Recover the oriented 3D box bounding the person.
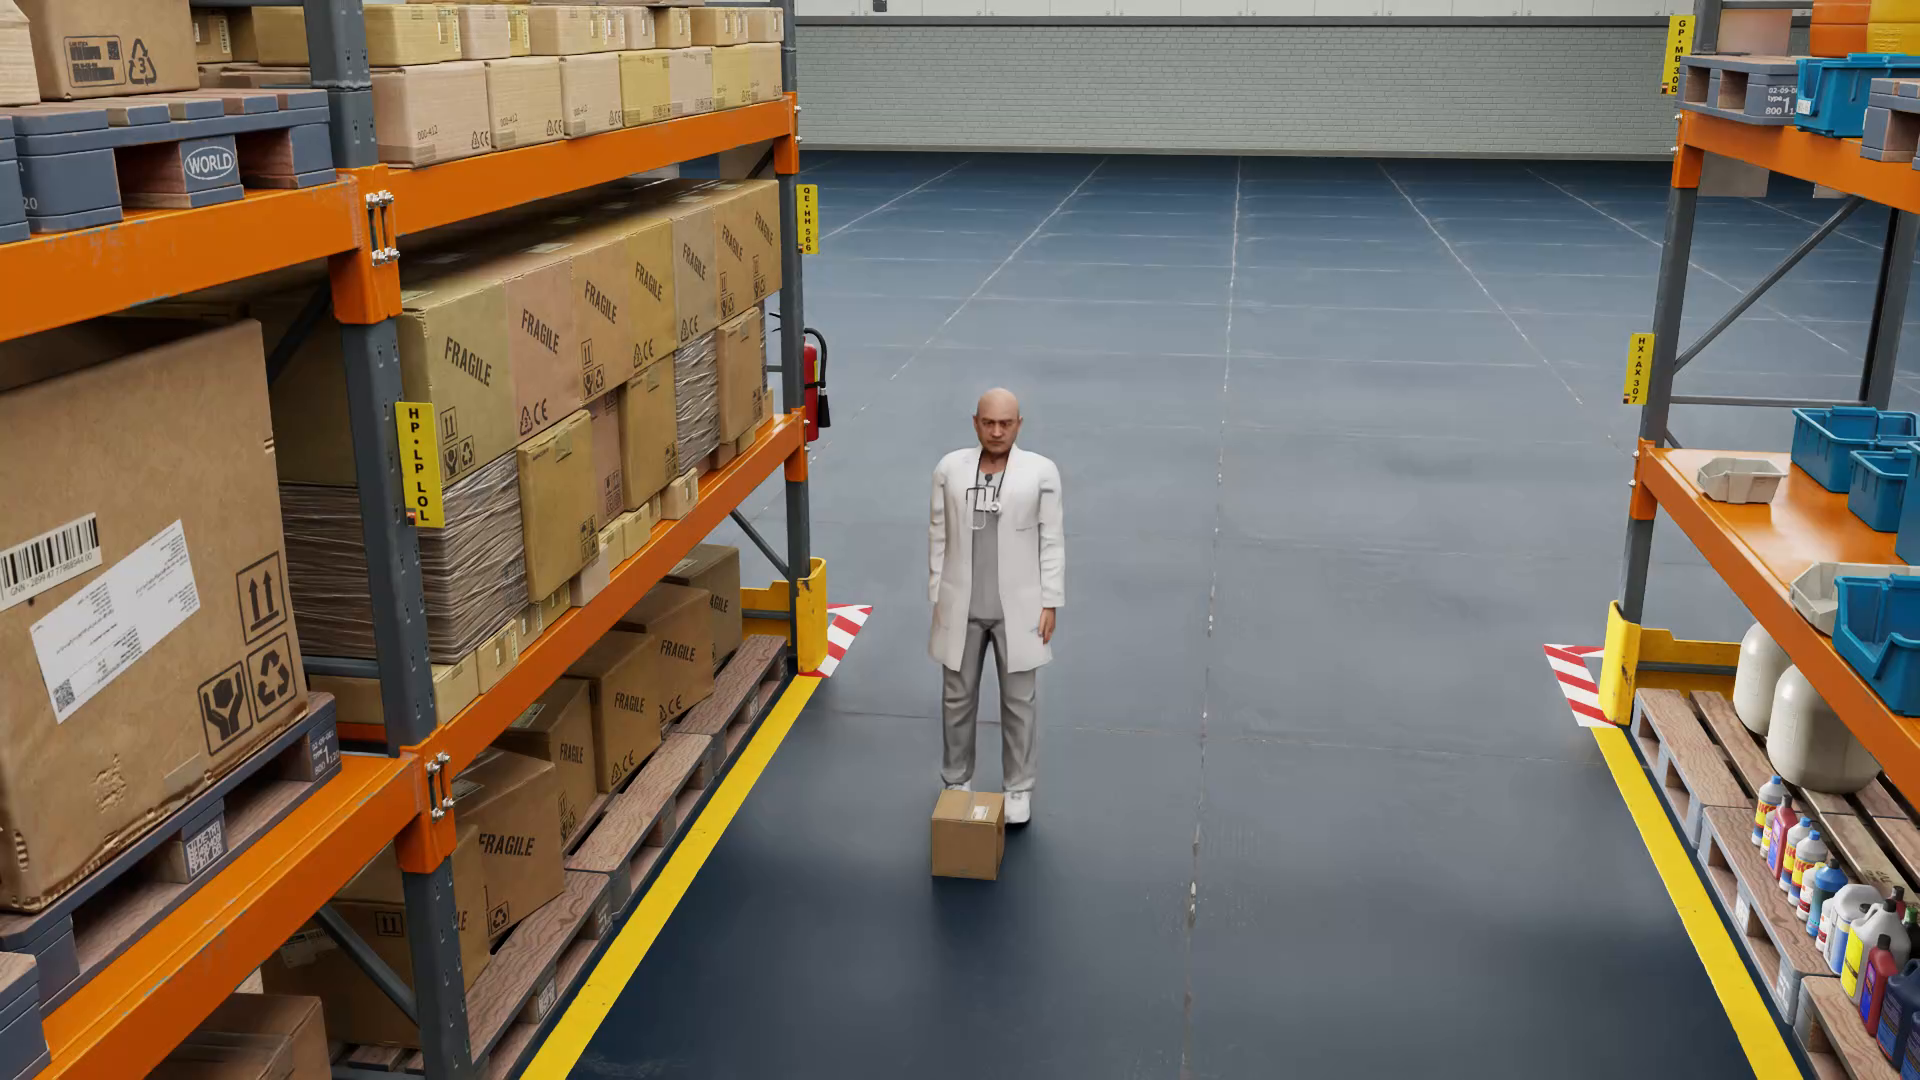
[{"bbox_3d":[0.142,0.289,6.739,0.565,1.819,0.426,3,18,10],"label":"person"}]
